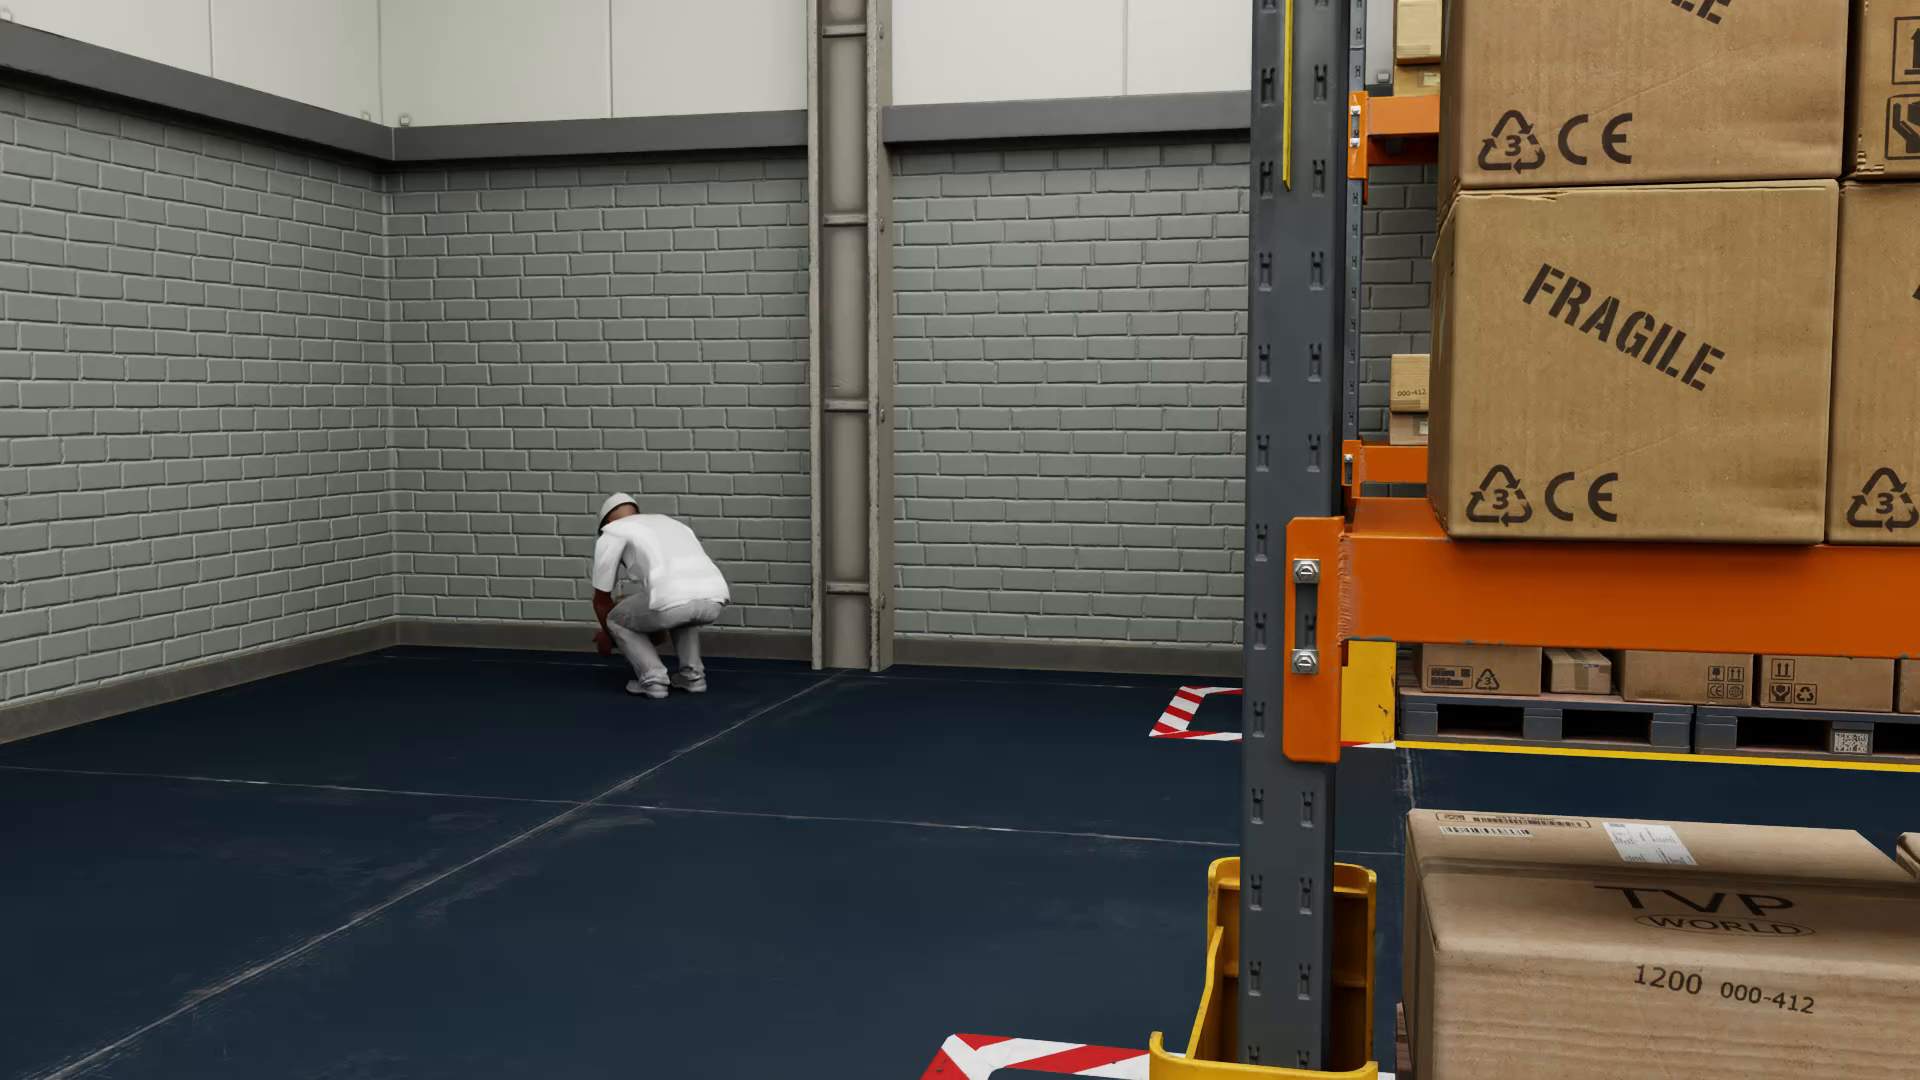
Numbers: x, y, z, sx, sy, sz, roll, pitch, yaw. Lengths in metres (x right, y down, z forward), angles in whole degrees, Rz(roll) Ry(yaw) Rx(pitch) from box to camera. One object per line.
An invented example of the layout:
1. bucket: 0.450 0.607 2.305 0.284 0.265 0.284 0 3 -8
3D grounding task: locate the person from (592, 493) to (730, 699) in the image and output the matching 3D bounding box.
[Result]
1. person: -1.598 0.276 8.610 0.574 1.019 0.909 -4 6 -38
